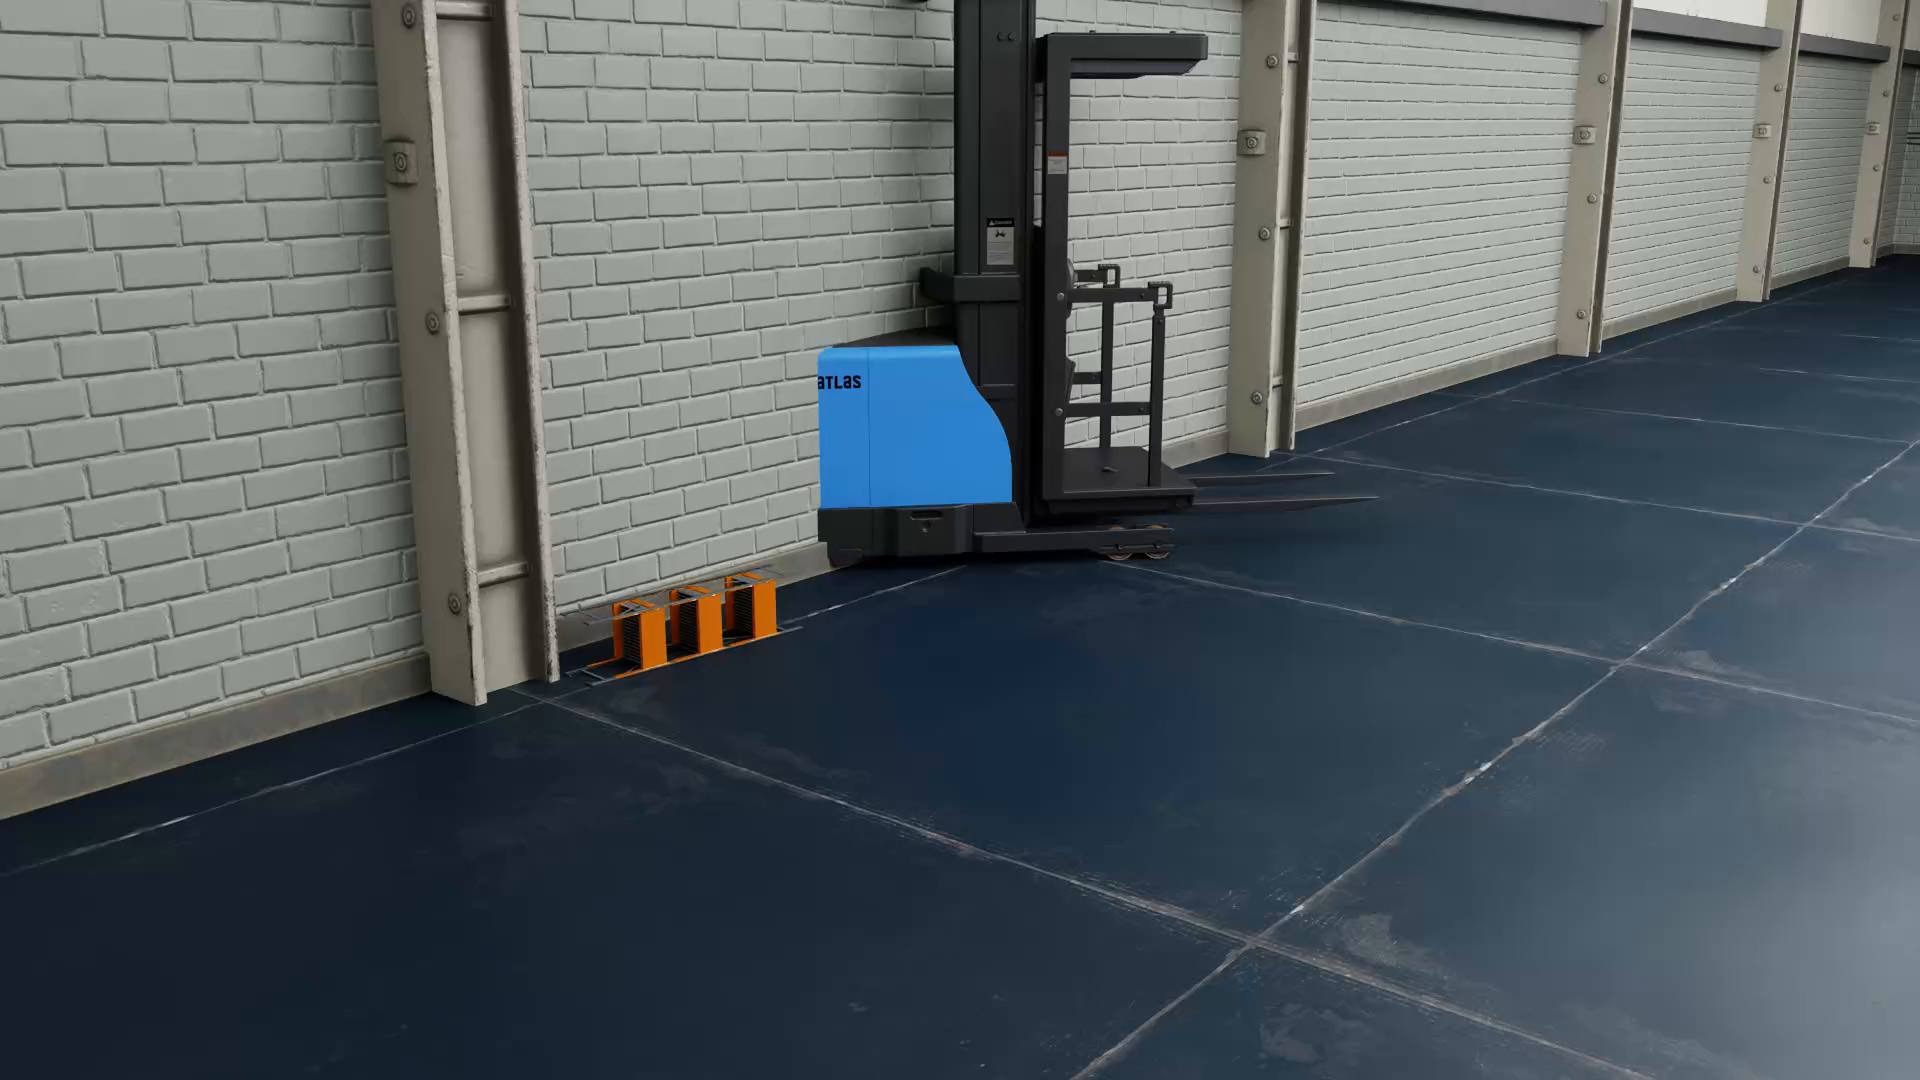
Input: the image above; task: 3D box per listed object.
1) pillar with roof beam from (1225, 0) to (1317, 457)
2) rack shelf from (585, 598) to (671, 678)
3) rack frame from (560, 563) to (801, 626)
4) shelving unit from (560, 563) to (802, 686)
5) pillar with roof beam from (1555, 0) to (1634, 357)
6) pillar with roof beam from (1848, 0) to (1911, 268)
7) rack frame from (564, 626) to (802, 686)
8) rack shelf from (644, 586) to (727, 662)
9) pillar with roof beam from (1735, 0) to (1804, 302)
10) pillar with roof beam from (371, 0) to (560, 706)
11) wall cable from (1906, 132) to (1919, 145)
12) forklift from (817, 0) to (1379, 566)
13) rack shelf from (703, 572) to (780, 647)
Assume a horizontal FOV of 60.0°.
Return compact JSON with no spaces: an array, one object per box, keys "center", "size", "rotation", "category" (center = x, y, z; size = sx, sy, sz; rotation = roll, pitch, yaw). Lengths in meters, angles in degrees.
[{"center":[5.320,-4.288,7.224],"size":[9.100,9.000,0.400],"rotation":[11,18,38],"category":"pillar with roof beam"},{"center":[-1.319,0.382,6.594],"size":[0.215,0.240,0.259],"rotation":[14,20,43],"category":"rack shelf"},{"center":[-1.116,0.213,6.763],"size":[0.200,0.008,1.050],"rotation":[14,20,43],"category":"rack frame"},{"center":[-1.116,0.332,6.793],"size":[0.215,0.252,1.050],"rotation":[14,20,43],"category":"shelving unit"},{"center":[9.091,-5.437,11.748],"size":[9.100,9.000,0.400],"rotation":[11,18,38],"category":"pillar with roof beam"},{"center":[16.633,-7.735,20.794],"size":[9.100,9.000,0.400],"rotation":[11,18,38],"category":"pillar with roof beam"},{"center":[-1.116,0.450,6.823],"size":[0.200,0.008,1.050],"rotation":[14,20,43],"category":"rack frame"},{"center":[-1.124,0.333,6.786],"size":[0.215,0.240,0.259],"rotation":[14,20,43],"category":"rack shelf"},{"center":[12.862,-6.586,16.271],"size":[9.100,9.000,0.400],"rotation":[11,18,38],"category":"pillar with roof beam"},{"center":[1.549,-3.139,2.701],"size":[9.100,9.000,0.400],"rotation":[11,18,38],"category":"pillar with roof beam"},{"center":[16.164,-7.256,25.214],"size":[3.097,2.526,0.112],"rotation":[11,18,38],"category":"wall cable"},{"center":[0.616,-1.445,8.360],"size":[3.031,2.935,1.130],"rotation":[-2,14,-9],"category":"forklift"},{"center":[-0.924,0.284,6.981],"size":[0.215,0.240,0.259],"rotation":[14,20,43],"category":"rack shelf"}]
